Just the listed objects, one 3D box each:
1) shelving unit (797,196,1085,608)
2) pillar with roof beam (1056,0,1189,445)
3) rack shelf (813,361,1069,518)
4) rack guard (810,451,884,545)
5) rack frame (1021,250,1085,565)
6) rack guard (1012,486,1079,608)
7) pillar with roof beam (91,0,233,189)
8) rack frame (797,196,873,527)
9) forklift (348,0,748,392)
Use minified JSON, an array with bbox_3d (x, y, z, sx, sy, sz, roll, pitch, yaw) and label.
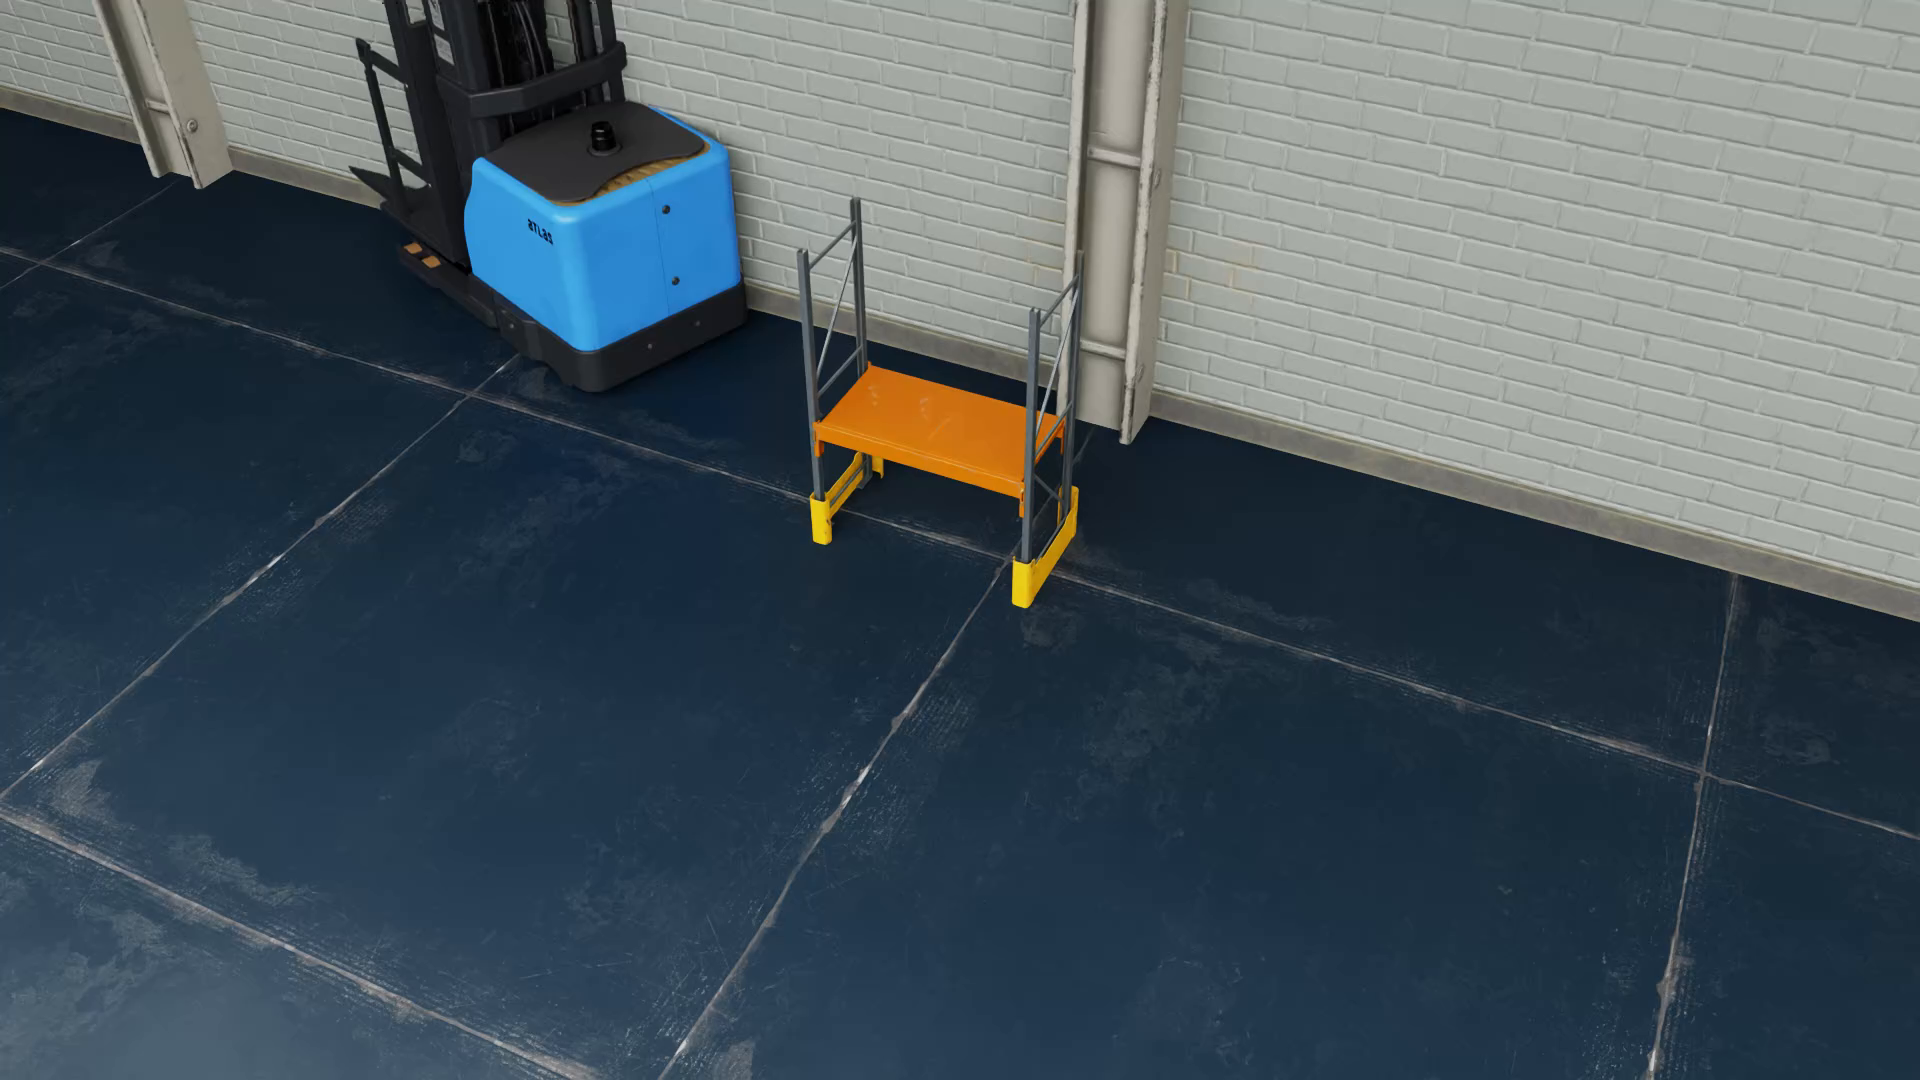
[{"bbox_3d":[-0.069,-0.588,7.167,1.083,1.500,0.587,17,44,19],"label":"shelving unit"},{"bbox_3d":[-1.102,-1.457,2.445,0.400,9.000,9.100,17,44,19],"label":"pillar with roof beam"},{"bbox_3d":[-0.077,-0.454,7.288,1.000,0.185,0.538,17,44,19],"label":"rack shelf"},{"bbox_3d":[-0.520,-0.253,7.736,0.087,0.250,0.587,17,44,19],"label":"rack guard"},{"bbox_3d":[0.383,-0.450,7.008,0.032,1.500,0.500,17,44,19],"label":"rack frame"},{"bbox_3d":[0.382,0.022,7.417,0.087,0.250,0.587,17,44,19],"label":"rack guard"},{"bbox_3d":[-6.539,-3.119,4.362,0.400,9.000,9.100,17,44,19],"label":"pillar with roof beam"},{"bbox_3d":[-0.538,-0.731,7.332,0.032,1.500,0.500,17,44,19],"label":"rack frame"},{"bbox_3d":[-2.513,-2.725,8.540,1.130,2.935,3.031,-32,50,-31],"label":"forklift"}]
